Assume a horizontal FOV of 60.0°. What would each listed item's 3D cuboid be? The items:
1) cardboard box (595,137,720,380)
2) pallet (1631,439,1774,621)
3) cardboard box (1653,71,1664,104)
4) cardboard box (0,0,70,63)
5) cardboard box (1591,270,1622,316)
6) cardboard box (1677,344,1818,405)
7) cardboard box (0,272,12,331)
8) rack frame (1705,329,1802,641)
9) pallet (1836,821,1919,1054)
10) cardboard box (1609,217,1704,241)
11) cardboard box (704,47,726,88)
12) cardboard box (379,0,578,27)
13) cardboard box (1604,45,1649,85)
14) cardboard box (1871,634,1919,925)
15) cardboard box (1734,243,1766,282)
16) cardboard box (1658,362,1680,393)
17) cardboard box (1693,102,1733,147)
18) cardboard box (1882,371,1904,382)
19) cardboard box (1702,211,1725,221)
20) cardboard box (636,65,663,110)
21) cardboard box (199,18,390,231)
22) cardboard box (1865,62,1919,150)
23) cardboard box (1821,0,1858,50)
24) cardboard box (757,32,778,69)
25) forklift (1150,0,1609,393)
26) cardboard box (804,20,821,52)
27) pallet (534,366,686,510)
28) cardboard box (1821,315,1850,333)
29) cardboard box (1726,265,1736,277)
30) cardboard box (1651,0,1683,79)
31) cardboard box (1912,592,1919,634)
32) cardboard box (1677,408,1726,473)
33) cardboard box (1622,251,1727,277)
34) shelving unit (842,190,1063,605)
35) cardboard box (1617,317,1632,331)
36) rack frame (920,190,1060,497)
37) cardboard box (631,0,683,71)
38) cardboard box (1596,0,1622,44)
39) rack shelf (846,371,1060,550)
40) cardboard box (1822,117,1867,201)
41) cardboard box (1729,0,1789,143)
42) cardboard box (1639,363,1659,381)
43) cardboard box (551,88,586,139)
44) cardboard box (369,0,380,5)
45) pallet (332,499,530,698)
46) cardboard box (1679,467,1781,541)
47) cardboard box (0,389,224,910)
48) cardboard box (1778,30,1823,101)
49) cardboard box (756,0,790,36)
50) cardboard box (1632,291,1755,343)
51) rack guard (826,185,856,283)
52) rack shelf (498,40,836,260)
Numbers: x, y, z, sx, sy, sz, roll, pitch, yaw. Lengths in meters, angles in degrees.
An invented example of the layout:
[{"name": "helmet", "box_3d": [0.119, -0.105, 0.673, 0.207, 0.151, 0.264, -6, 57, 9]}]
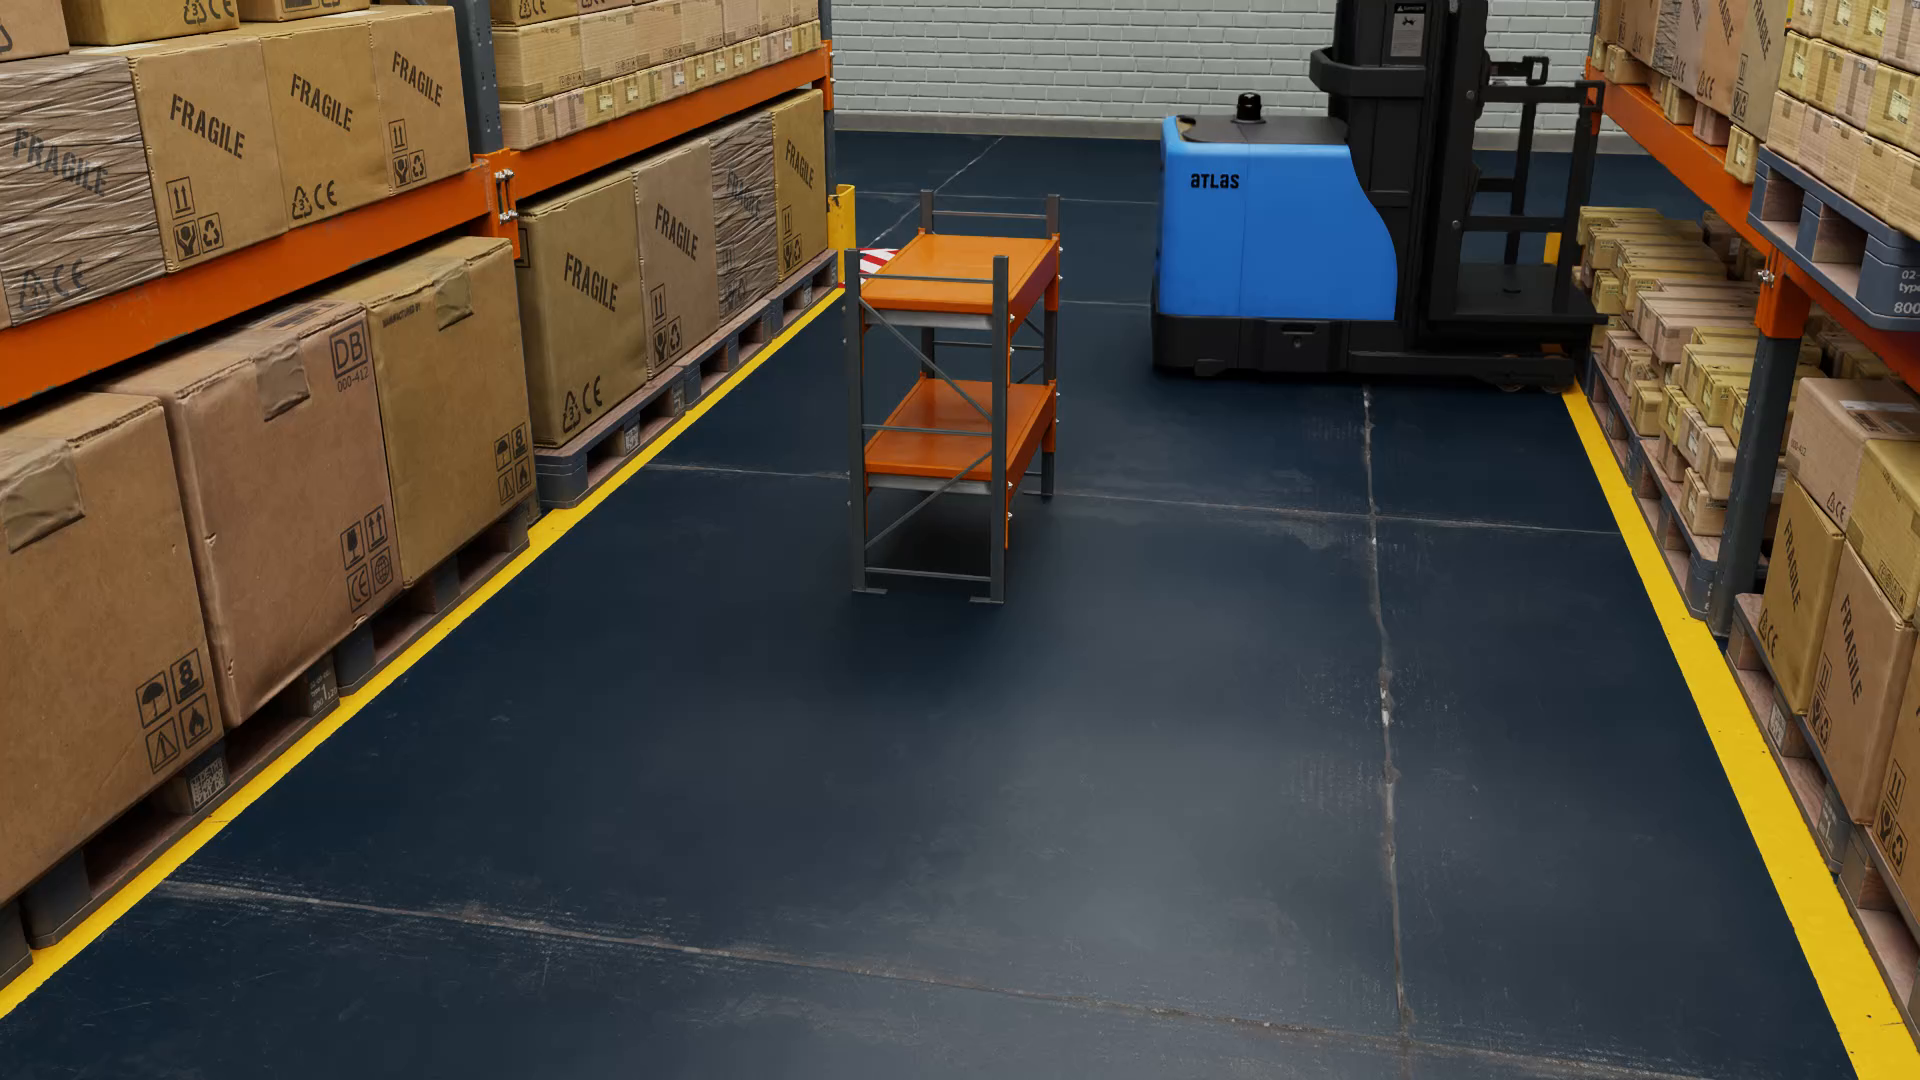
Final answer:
[{"name": "cardboard box", "box_3d": [-1.627, -1.260, 7.249, 0.875, 0.875, 0.875, 4, 22, 11]}, {"name": "pallet", "box_3d": [2.914, -0.026, 5.636, 1.003, 0.211, 1.213, 4, 22, 11]}, {"name": "cardboard box", "box_3d": [3.046, -1.843, 6.751, 0.380, 0.149, 0.250, 4, 22, 10]}, {"name": "cardboard box", "box_3d": [-2.409, -1.285, 3.553, 0.797, 0.503, 0.637, 5, 23, 13]}, {"name": "cardboard box", "box_3d": [3.036, -1.095, 7.413, 0.380, 0.149, 0.250, 5, 23, 13]}, {"name": "cardboard box", "box_3d": [2.686, -0.558, 5.681, 0.380, 0.149, 0.250, 4, 22, 10]}, {"name": "cardboard box", "box_3d": [-2.270, -0.603, 3.203, 0.500, 0.500, 0.500, 4, 22, 10]}, {"name": "rack frame", "box_3d": [2.811, -1.071, 4.498, 1.000, 3.000, 0.127, 4, 22, 11]}, {"name": "pallet", "box_3d": [2.407, 0.955, 3.201, 1.003, 0.211, 1.213, 4, 22, 11]}, {"name": "cardboard box", "box_3d": [3.249, -1.407, 7.789, 0.380, 0.149, 0.250, 5, 22, 12]}, {"name": "cardboard box", "box_3d": [-1.270, -2.118, 7.435, 0.380, 0.149, 0.250, 5, 22, 12]}, {"name": "cardboard box", "box_3d": [-1.676, -2.058, 5.748, 0.500, 0.500, 0.500, 4, 22, 11]}, {"name": "cardboard box", "box_3d": [3.122, -2.134, 7.472, 0.380, 0.149, 0.250, 4, 22, 9]}, {"name": "cardboard box", "box_3d": [2.201, 0.530, 3.307, 0.500, 0.500, 0.500, 5, 22, 12]}, {"name": "cardboard box", "box_3d": [3.617, -1.188, 7.245, 0.380, 0.149, 0.250, 4, 22, 9]}, {"name": "cardboard box", "box_3d": [2.825, -0.599, 6.182, 0.380, 0.149, 0.250, 5, 22, 12]}, {"name": "cardboard box", "box_3d": [2.802, -1.467, 5.817, 0.380, 0.149, 0.250, 3, 22, 9]}, {"name": "cardboard box", "box_3d": [3.199, -0.426, 5.354, 0.380, 0.149, 0.250, 6, 23, 14]}, {"name": "cardboard box", "box_3d": [3.767, -1.470, 7.945, 0.380, 0.149, 0.250, 5, 22, 12]}, {"name": "cardboard box", "box_3d": [-1.427, -1.835, 6.731, 0.380, 0.149, 0.250, 4, 22, 10]}, {"name": "cardboard box", "box_3d": [-1.960, -1.160, 4.586, 0.500, 0.500, 0.500, 5, 23, 13]}, {"name": "cardboard box", "box_3d": [2.125, -0.894, 3.434, 0.380, 0.149, 0.250, 4, 22, 9]}, {"name": "cardboard box", "box_3d": [2.230, -1.214, 3.831, 0.380, 0.149, 0.250, 5, 22, 12]}, {"name": "cardboard box", "box_3d": [-1.114, -2.399, 8.131, 0.380, 0.149, 0.250, 5, 22, 12]}, {"name": "forklift", "box_3d": [2.446, -2.233, 7.474, 3.031, 2.935, 1.130, 2, 22, 5]}, {"name": "cardboard box", "box_3d": [-0.958, -2.677, 8.823, 0.380, 0.149, 0.250, 5, 22, 12]}, {"name": "pallet", "box_3d": [-1.792, -0.465, 6.726, 1.003, 0.211, 1.213, 4, 22, 11]}, {"name": "cardboard box", "box_3d": [3.365, -0.706, 6.050, 0.380, 0.149, 0.250, 5, 22, 12]}, {"name": "cardboard box", "box_3d": [3.695, -1.140, 7.524, 0.380, 0.149, 0.250, 4, 22, 9]}, {"name": "cardboard box", "box_3d": [2.971, -2.013, 6.304, 0.500, 0.500, 0.500, 4, 22, 10]}, {"name": "cardboard box", "box_3d": [2.187, 0.177, 3.180, 0.500, 0.250, 0.500, 5, 23, 13]}, {"name": "cardboard box", "box_3d": [2.607, -0.321, 5.491, 0.380, 0.149, 0.250, 3, 22, 8]}, {"name": "cardboard box", "box_3d": [3.037, -1.127, 7.094, 0.380, 0.149, 0.250, 5, 23, 13]}, {"name": "shelving unit", "box_3d": [0.001, -0.524, 5.650, 0.538, 1.125, 1.048, 4, 22, 11]}, {"name": "cardboard box", "box_3d": [3.072, -0.860, 7.229, 0.380, 0.149, 0.250, 5, 22, 11]}, {"name": "rack frame", "box_3d": [0.105, -0.710, 6.111, 0.500, 1.125, 0.032, 4, 22, 11]}, {"name": "cardboard box", "box_3d": [-1.465, -2.078, 6.801, 0.500, 0.250, 0.500, 5, 22, 12]}, {"name": "cardboard box", "box_3d": [3.265, -2.575, 7.701, 0.500, 0.500, 0.500, 6, 23, 13]}, {"name": "rack shelf", "box_3d": [0.001, -0.297, 5.741, 0.538, 0.278, 1.000, 4, 22, 11]}, {"name": "cardboard box", "box_3d": [2.175, -0.848, 3.717, 0.380, 0.149, 0.250, 5, 22, 11]}, {"name": "cardboard box", "box_3d": [2.633, -1.454, 4.917, 0.500, 0.500, 0.500, 4, 22, 11]}, {"name": "cardboard box", "box_3d": [2.888, -0.582, 6.537, 0.380, 0.149, 0.250, 5, 22, 12]}, {"name": "cardboard box", "box_3d": [-1.584, -1.549, 6.020, 0.380, 0.149, 0.250, 4, 22, 9]}, {"name": "cardboard box", "box_3d": [-2.192, -2.091, 5.829, 0.500, 0.500, 0.500, 5, 22, 12]}, {"name": "pallet", "box_3d": [-2.107, 0.095, 5.335, 1.003, 0.211, 1.213, 4, 22, 11]}, {"name": "cardboard box", "box_3d": [2.558, -0.113, 5.373, 0.380, 0.149, 0.250, 5, 22, 12]}, {"name": "cardboard box", "box_3d": [-2.489, 0.191, 3.646, 1.225, 0.875, 0.875, 5, 22, 11]}, {"name": "cardboard box", "box_3d": [2.281, -1.179, 4.141, 0.380, 0.149, 0.250, 5, 22, 12]}, {"name": "cardboard box", "box_3d": [-1.151, -2.635, 8.183, 0.500, 0.250, 0.500, 4, 22, 10]}, {"name": "cardboard box", "box_3d": [2.823, -0.852, 6.412, 0.380, 0.149, 0.250, 4, 22, 9]}, {"name": "rack guard", "box_3d": [-1.203, -1.799, 9.650, 1.175, 0.500, 0.348, 4, 22, 11]}, {"name": "rack shelf", "box_3d": [-1.616, -1.884, 7.480, 1.077, 0.370, 4.000, 4, 22, 11]}]
